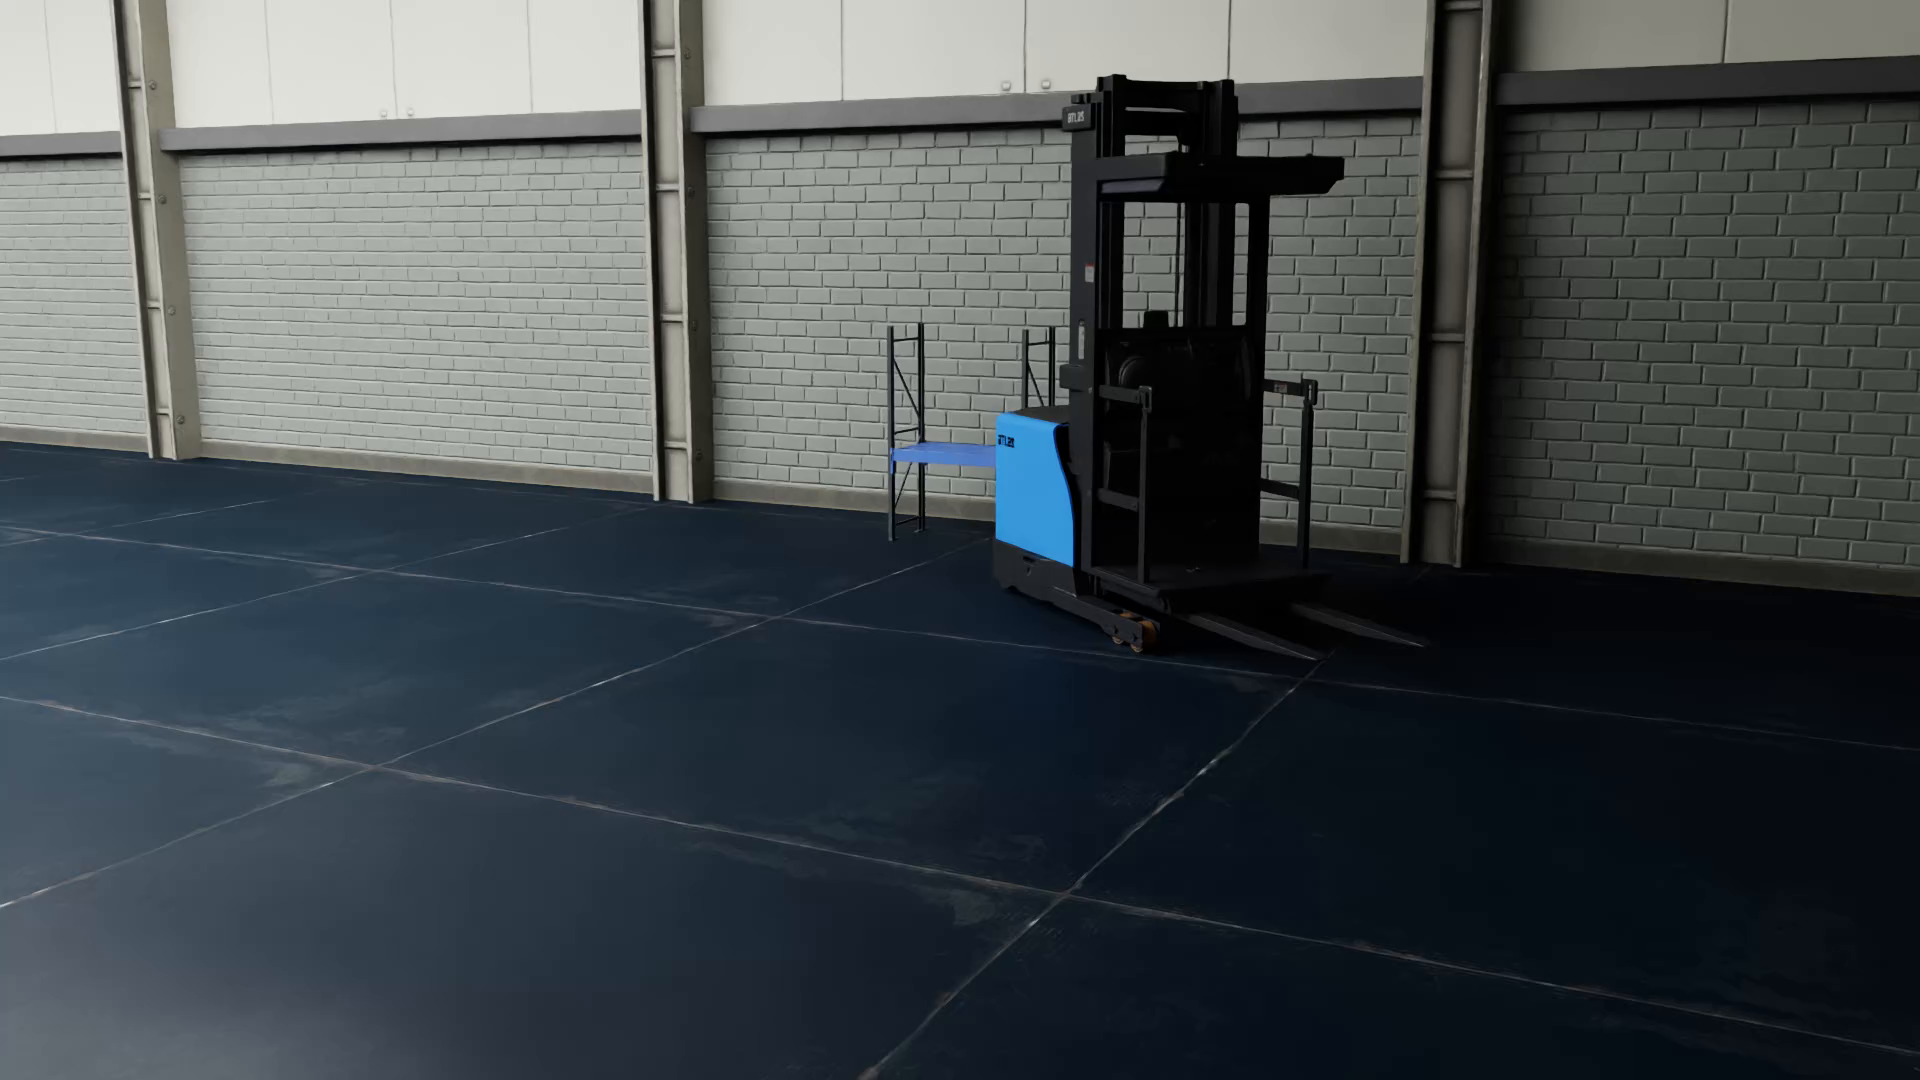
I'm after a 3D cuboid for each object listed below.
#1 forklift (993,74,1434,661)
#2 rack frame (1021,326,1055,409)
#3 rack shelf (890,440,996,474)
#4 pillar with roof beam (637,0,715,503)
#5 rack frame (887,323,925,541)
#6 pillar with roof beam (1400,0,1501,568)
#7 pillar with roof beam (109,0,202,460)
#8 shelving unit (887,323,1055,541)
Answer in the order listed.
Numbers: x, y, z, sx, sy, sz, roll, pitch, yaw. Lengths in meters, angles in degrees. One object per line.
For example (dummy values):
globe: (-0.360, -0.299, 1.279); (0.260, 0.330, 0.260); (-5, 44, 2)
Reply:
forklift: (1.276, -0.952, 8.758); (1.130, 2.935, 3.031); (-5, 11, -24)
rack frame: (0.532, -0.691, 11.338); (0.032, 1.500, 0.500); (5, 11, 26)
rack shelf: (0.076, -0.554, 11.592); (1.000, 0.185, 0.538); (5, 11, 26)
pillar with roof beam: (-4.153, -4.074, 8.971); (0.400, 9.000, 9.100); (5, 11, 26)
rack frame: (-0.379, -0.771, 11.781); (0.032, 1.500, 0.500); (5, 11, 26)
pillar with roof beam: (1.228, -3.601, 6.359); (0.400, 9.000, 9.100); (5, 11, 26)
pillar with roof beam: (-9.534, -4.547, 11.583); (0.400, 9.000, 9.100); (5, 11, 26)
shelving unit: (0.076, -0.731, 11.559); (1.048, 1.500, 0.538); (5, 11, 26)
